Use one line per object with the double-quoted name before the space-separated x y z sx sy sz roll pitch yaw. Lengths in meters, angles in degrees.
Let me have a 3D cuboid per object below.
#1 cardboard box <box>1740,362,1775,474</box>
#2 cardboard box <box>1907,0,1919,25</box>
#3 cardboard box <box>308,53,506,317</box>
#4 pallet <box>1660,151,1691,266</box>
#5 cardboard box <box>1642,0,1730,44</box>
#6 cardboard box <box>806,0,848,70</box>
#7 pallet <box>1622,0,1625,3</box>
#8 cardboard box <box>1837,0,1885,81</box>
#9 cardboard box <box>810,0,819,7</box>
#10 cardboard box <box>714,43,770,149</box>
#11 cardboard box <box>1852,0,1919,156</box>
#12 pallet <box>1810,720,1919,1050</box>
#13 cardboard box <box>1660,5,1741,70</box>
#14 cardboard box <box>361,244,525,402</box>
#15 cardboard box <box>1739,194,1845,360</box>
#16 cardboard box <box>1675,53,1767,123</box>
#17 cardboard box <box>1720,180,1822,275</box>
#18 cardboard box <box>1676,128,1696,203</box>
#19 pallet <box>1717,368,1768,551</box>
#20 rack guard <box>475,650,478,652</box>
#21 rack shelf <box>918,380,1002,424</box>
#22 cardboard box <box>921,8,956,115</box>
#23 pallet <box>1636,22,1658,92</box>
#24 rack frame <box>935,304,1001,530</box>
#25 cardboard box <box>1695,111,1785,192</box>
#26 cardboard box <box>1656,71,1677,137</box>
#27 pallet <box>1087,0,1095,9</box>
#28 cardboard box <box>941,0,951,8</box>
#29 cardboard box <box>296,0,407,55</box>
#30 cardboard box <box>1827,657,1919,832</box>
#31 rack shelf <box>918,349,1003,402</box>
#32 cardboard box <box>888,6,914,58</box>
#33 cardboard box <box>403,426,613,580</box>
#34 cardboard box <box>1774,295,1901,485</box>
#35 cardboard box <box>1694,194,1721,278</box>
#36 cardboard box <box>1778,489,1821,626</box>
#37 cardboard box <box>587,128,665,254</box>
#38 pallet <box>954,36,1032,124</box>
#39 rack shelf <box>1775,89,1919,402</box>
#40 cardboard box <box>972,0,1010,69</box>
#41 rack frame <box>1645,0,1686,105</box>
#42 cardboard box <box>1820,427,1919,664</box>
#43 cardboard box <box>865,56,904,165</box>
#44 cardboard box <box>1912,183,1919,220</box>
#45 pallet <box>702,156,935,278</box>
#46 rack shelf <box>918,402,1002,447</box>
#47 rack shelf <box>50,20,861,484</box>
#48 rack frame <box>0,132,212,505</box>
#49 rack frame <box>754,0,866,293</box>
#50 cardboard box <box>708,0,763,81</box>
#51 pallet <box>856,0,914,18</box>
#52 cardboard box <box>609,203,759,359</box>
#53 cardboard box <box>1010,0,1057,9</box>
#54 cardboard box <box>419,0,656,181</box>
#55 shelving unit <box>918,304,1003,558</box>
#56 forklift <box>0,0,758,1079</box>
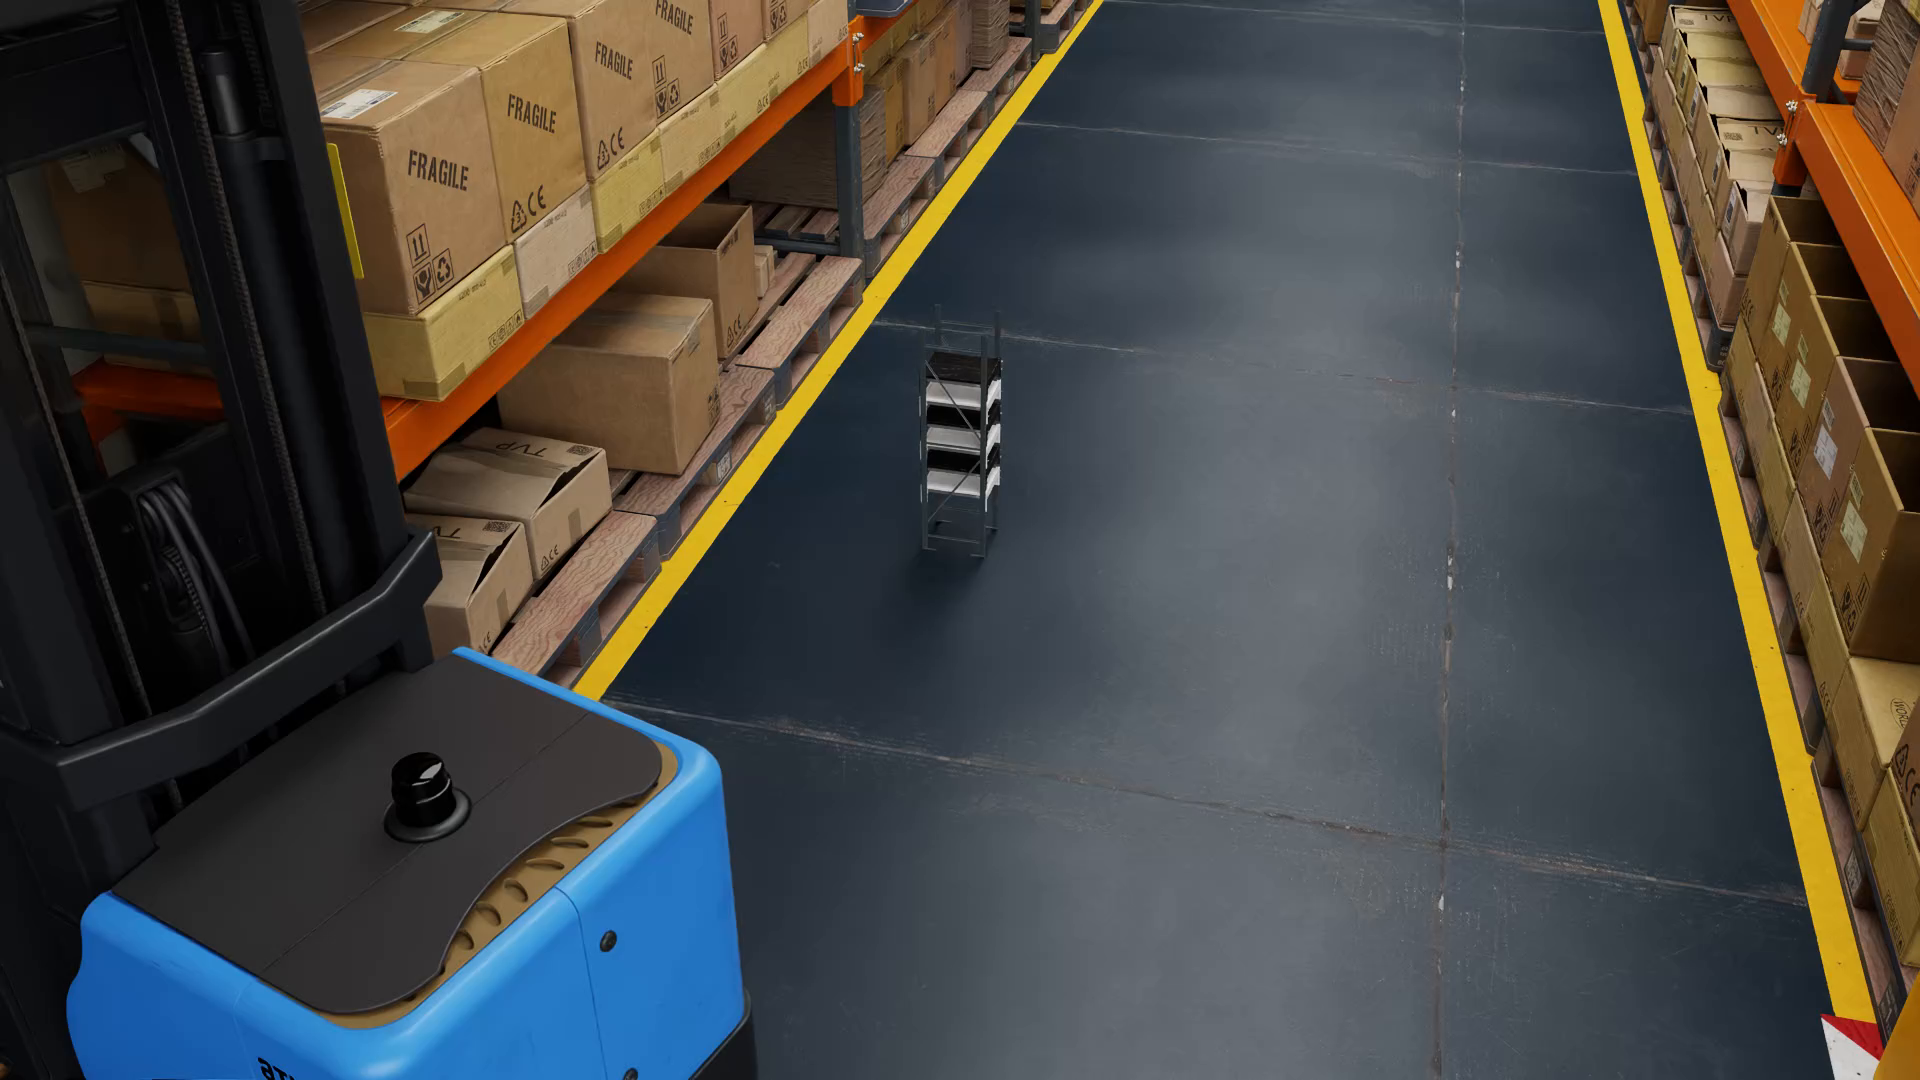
"cardboard box" 3.286 -0.431 6.303 0.500 0.250 0.500 8 33 12
"cardboard box" 3.446 -1.810 5.604 0.380 0.149 0.250 7 33 11
"cardboard box" -1.567 -0.937 4.350 0.500 0.500 0.500 8 33 12
"pallet" 4.286 -1.718 8.756 1.003 0.211 1.213 8 33 12
"cardboard box" 4.854 -3.596 11.030 0.500 0.500 0.500 9 34 14
"cardboard box" -0.791 -2.203 7.040 0.500 0.250 0.500 8 33 12
"pallet" 5.689 -4.419 13.005 1.003 0.211 1.213 8 33 12
"cardboard box" 3.912 -2.070 6.850 0.500 0.250 0.500 10 34 15
"cardboard box" -0.784 -2.519 6.838 0.500 0.500 0.500 8 33 12
"cardboard box" -1.038 -1.682 6.221 0.500 0.250 0.500 8 33 12
"cardboard box" 3.722 -1.683 6.008 0.700 0.500 0.500 7 33 11
"pallet" 2.967 0.978 4.515 1.003 0.211 1.213 8 33 12
"cardboard box" 4.427 -2.969 9.774 0.500 0.311 0.500 9 34 14
"cardboard box" -1.548 -0.624 4.557 0.500 0.250 0.500 7 33 11
"cardboard box" 3.408 -1.007 6.511 0.500 0.500 0.500 8 33 12
"cardboard box" 4.170 -2.431 8.927 0.500 0.311 0.500 7 33 11
"cardboard box" 3.654 -1.375 7.265 0.500 0.311 0.500 8 33 12
"cardboard box" 4.044 -1.935 8.670 0.500 0.250 0.500 9 33 13
"pallet" 3.587 -0.288 6.507 1.003 0.211 1.213 8 33 12
"rack guard" -1.959 0.547 4.924 1.175 0.500 0.348 8 33 12
"rack shelf" 0.002 -0.508 5.937 0.258 0.077 0.200 8 33 12
"cardboard box" -0.423 -2.857 9.868 0.700 0.500 0.500 8 33 12
"pallet" 5.070 -3.153 11.013 1.003 0.211 1.213 8 33 12
"rack frame" 0.028 -0.437 6.098 0.240 0.900 0.006 8 33 12
"cardboard box" 3.909 -1.904 8.098 0.500 0.311 0.500 8 33 12
"cardboard box" 4.300 -2.472 9.514 0.500 0.250 0.500 7 33 11
"pallet" 0.636 -4.473 13.090 1.003 0.211 1.213 8 33 12
"cardboard box" -0.286 -3.399 10.022 0.500 0.250 0.500 9 33 13
"cardboard box" -1.927 -1.264 4.864 0.500 0.500 0.500 8 33 13
"cardboard box" 2.779 0.607 4.670 0.500 0.250 0.500 8 33 12
"rack shelf" 0.002 -0.584 5.888 0.258 0.077 0.200 8 33 12
"cardboard box" -0.556 -2.875 9.198 0.500 0.250 0.500 7 33 11
"cardboard box" -1.571 -0.162 5.806 0.500 0.311 0.500 11 34 16
"cardboard box" 3.155 -0.488 5.695 0.500 0.500 0.500 8 33 12
"cardboard box" 3.784 -1.406 7.837 0.500 0.250 0.500 8 33 12
"cardboard box" 3.033 0.088 5.487 0.500 0.250 0.500 8 33 12
"cardboard box" -1.295 -1.159 5.398 0.500 0.250 0.500 8 33 12
"pallet" -0.148 -3.038 10.832 1.003 0.211 1.213 8 33 12
"rack shelf" 3.321 -0.531 4.959 1.077 0.370 4.000 8 33 12
"cardboard box" -0.081 -3.370 10.675 0.700 0.500 0.500 8 33 13
"rack frame" 4.844 -3.948 9.664 1.000 3.000 0.127 8 33 12
"cardboard box" 2.902 0.031 4.878 0.500 0.500 0.500 8 33 12
"cardboard box" -0.710 -2.334 9.046 0.700 0.500 0.500 7 33 11
"cardboard box" 3.464 -1.149 5.168 0.700 0.500 0.500 9 33 13
"pallet" -0.767 -1.772 8.840 1.003 0.211 1.213 8 33 12
"rack shelf" 0.002 -0.432 5.985 0.258 0.077 0.200 8 33 12
"rack shelf" -1.471 -1.203 6.017 1.077 0.370 4.000 8 33 12
"rack frame" -1.979 -0.469 4.191 1.000 3.000 0.127 8 33 12
"rack frame" -0.964 -2.544 7.457 1.000 3.000 0.127 8 33 12
"cardboard box" -1.044 -1.999 6.021 0.500 0.500 0.500 7 33 11
"pallet" -0.629 -2.840 8.101 1.003 0.211 1.213 8 33 12
"cardboard box" -1.188 -1.131 7.153 0.500 0.500 0.500 6 33 9
"cardboard box" 0.365 -4.254 11.758 0.750 0.750 0.750 8 33 12
"cardboard box" -1.294 -1.460 5.172 0.500 0.500 0.500 7 33 11
"shelving unit" 0.002 -0.384 6.015 0.258 0.900 0.210 8 33 12
"forklift" -2.022 -0.063 3.618 3.031 2.935 1.130 18 37 26
